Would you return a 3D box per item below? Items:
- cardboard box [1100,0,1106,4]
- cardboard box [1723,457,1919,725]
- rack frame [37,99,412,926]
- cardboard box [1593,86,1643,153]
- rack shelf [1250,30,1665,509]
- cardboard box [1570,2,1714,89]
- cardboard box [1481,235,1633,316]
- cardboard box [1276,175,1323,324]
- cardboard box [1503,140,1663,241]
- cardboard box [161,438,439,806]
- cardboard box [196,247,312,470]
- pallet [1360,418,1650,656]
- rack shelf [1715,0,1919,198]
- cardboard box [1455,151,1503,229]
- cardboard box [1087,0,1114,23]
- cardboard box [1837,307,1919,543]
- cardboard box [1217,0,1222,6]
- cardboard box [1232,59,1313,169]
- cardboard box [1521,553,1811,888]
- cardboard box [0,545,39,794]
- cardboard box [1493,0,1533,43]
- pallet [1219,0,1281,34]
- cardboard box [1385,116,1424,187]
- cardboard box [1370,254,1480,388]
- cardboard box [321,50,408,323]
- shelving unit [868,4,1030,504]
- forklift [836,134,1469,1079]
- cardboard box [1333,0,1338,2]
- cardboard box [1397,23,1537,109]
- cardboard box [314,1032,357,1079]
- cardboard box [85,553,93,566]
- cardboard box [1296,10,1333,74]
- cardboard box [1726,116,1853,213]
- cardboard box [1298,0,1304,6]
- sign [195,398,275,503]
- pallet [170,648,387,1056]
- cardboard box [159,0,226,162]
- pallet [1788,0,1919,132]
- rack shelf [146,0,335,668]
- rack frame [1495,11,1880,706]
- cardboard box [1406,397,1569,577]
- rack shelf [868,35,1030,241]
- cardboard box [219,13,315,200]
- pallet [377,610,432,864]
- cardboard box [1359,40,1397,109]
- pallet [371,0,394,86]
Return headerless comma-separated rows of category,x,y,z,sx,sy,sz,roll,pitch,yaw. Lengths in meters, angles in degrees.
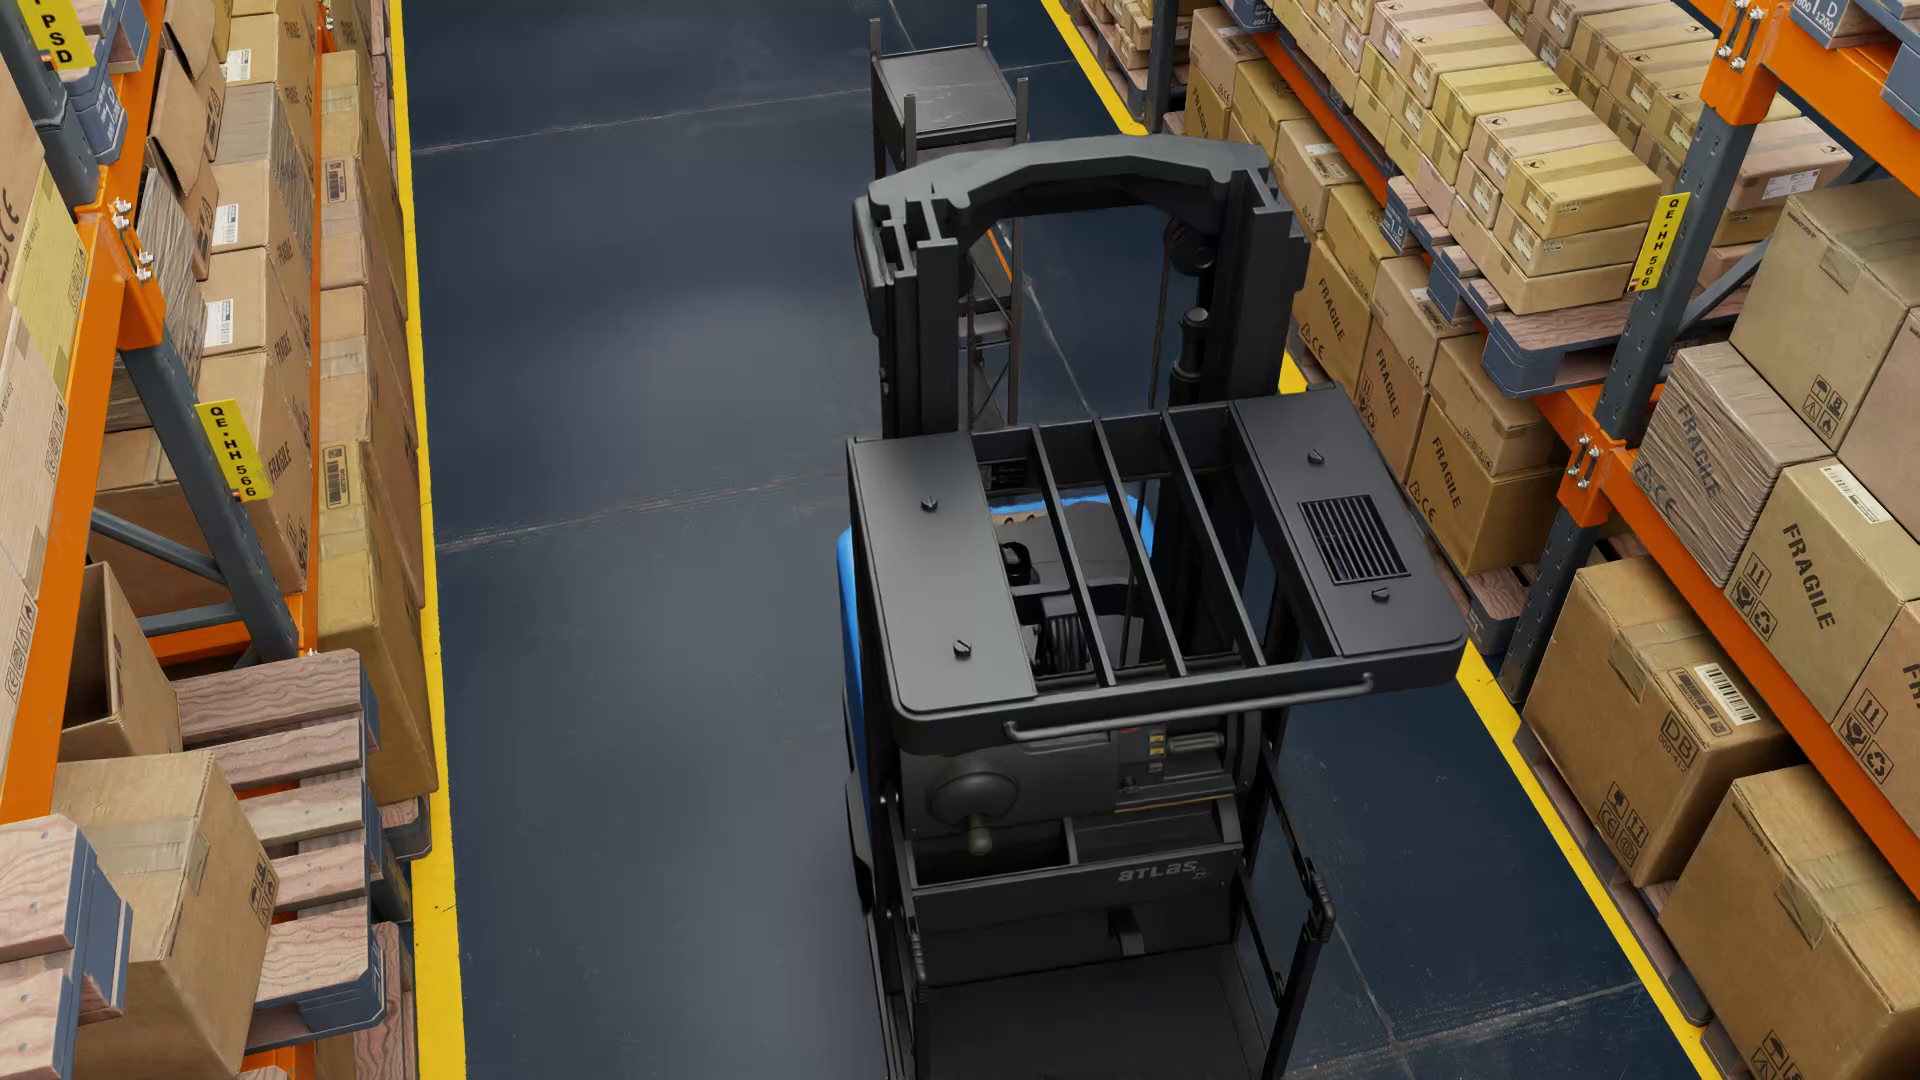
cardboard box,0.928,-3.111,9.192,0.380,0.149,0.250,-12,47,-12
cardboard box,2.493,0.105,4.477,0.500,0.500,0.500,-11,47,-11
rack frame,-2.314,0.267,4.388,1.000,3.000,0.127,-11,47,-10
cardboard box,2.434,-1.474,5.768,0.380,0.149,0.250,-12,47,-12
rack shelf,1.995,-1.699,6.819,1.077,0.370,4.000,-11,47,-10
cardboard box,2.378,-1.730,5.811,0.380,0.149,0.250,-13,47,-12
cardboard box,1.936,-0.886,5.400,0.380,0.149,0.250,-10,46,-10
cardboard box,1.700,-1.321,7.401,0.500,0.500,0.500,-10,46,-10
cardboard box,1.938,-1.092,5.185,0.380,0.149,0.250,-12,47,-12
cardboard box,-2.470,0.383,5.468,1.225,0.875,0.875,-13,47,-12
cardboard box,-2.310,-0.509,5.079,0.500,0.500,0.500,-12,47,-11
pallet,2.308,-0.134,6.734,1.003,0.211,1.213,-11,47,-10
rack shelf,3.019,0.012,3.041,1.077,0.370,4.000,-11,47,-10
cardboard box,1.870,-1.175,5.475,0.380,0.149,0.250,-9,46,-9
cardboard box,0.937,-3.055,9.346,0.380,0.149,0.250,-12,47,-12
cardboard box,2.743,-0.295,4.168,0.700,0.500,0.500,-11,47,-11
cardboard box,1.548,-3.052,9.135,0.380,0.149,0.250,-10,46,-10
cardboard box,1.555,-1.941,7.483,0.500,0.250,0.500,-10,46,-9
cardboard box,2.576,0.507,5.434,1.050,0.750,0.750,-11,47,-11
cardboard box,-1.689,0.240,2.419,0.500,0.250,0.500,-9,46,-9
cardboard box,2.246,-1.993,6.276,0.380,0.149,0.250,-11,47,-11
pallet,1.538,-2.711,7.440,1.003,0.211,1.213,-11,47,-10
cardboard box,1.748,-1.408,5.911,0.380,0.149,0.250,-11,47,-11
cardboard box,1.938,-0.876,6.439,0.500,0.250,0.500,-10,46,-10
cardboard box,-3.155,-1.460,7.274,1.225,0.875,0.875,-11,47,-10
shelving unit,-0.042,-0.849,6.112,0.431,2.100,0.503,-11,47,-10
forklift,0.345,0.653,4.058,1.130,2.935,3.031,-7,46,-7
cardboard box,1.543,-2.165,6.237,0.380,0.149,0.250,-9,46,-9
cardboard box,1.737,-1.630,5.713,0.380,0.149,0.250,-9,46,-9
cardboard box,-2.123,1.447,4.674,0.700,0.500,0.500,-13,47,-12
cardboard box,-2.680,-0.064,4.642,0.500,0.500,0.500,-9,46,-9
cardboard box,1.540,-1.960,6.452,0.380,0.149,0.250,-13,47,-12
cardboard box,2.574,-1.195,5.286,0.380,0.149,0.250,-11,47,-10
cardboard box,1.480,-2.234,6.513,0.380,0.149,0.250,-11,47,-11
sign,-1.792,-0.217,4.107,0.100,0.325,0.005,-11,47,-10
pallet,-2.029,0.806,3.994,1.213,0.211,1.003,-11,47,-10
cardboard box,-2.828,-1.539,5.386,0.797,0.503,0.637,-9,46,-9
pallet,2.723,-1.119,3.779,1.213,0.211,1.003,-9,46,-8
rack shelf,-2.826,-0.862,5.998,1.077,0.370,4.000,-11,47,-10
rack frame,2.507,-0.570,5.209,1.000,3.000,0.127,-11,47,-10
cardboard box,2.085,-0.249,6.350,0.500,0.500,0.500,-11,47,-11
rack shelf,-0.042,-1.330,5.622,0.431,0.518,0.480,-11,47,-10
cardboard box,-2.694,-1.555,6.103,0.500,0.500,0.500,-11,47,-11
pallet,-2.443,0.685,5.931,1.003,0.211,1.213,-11,47,-10
cardboard box,1.675,-1.702,5.991,0.380,0.149,0.250,-11,47,-11
pallet,-3.773,-2.902,9.446,1.003,0.211,1.213,-11,47,-10
